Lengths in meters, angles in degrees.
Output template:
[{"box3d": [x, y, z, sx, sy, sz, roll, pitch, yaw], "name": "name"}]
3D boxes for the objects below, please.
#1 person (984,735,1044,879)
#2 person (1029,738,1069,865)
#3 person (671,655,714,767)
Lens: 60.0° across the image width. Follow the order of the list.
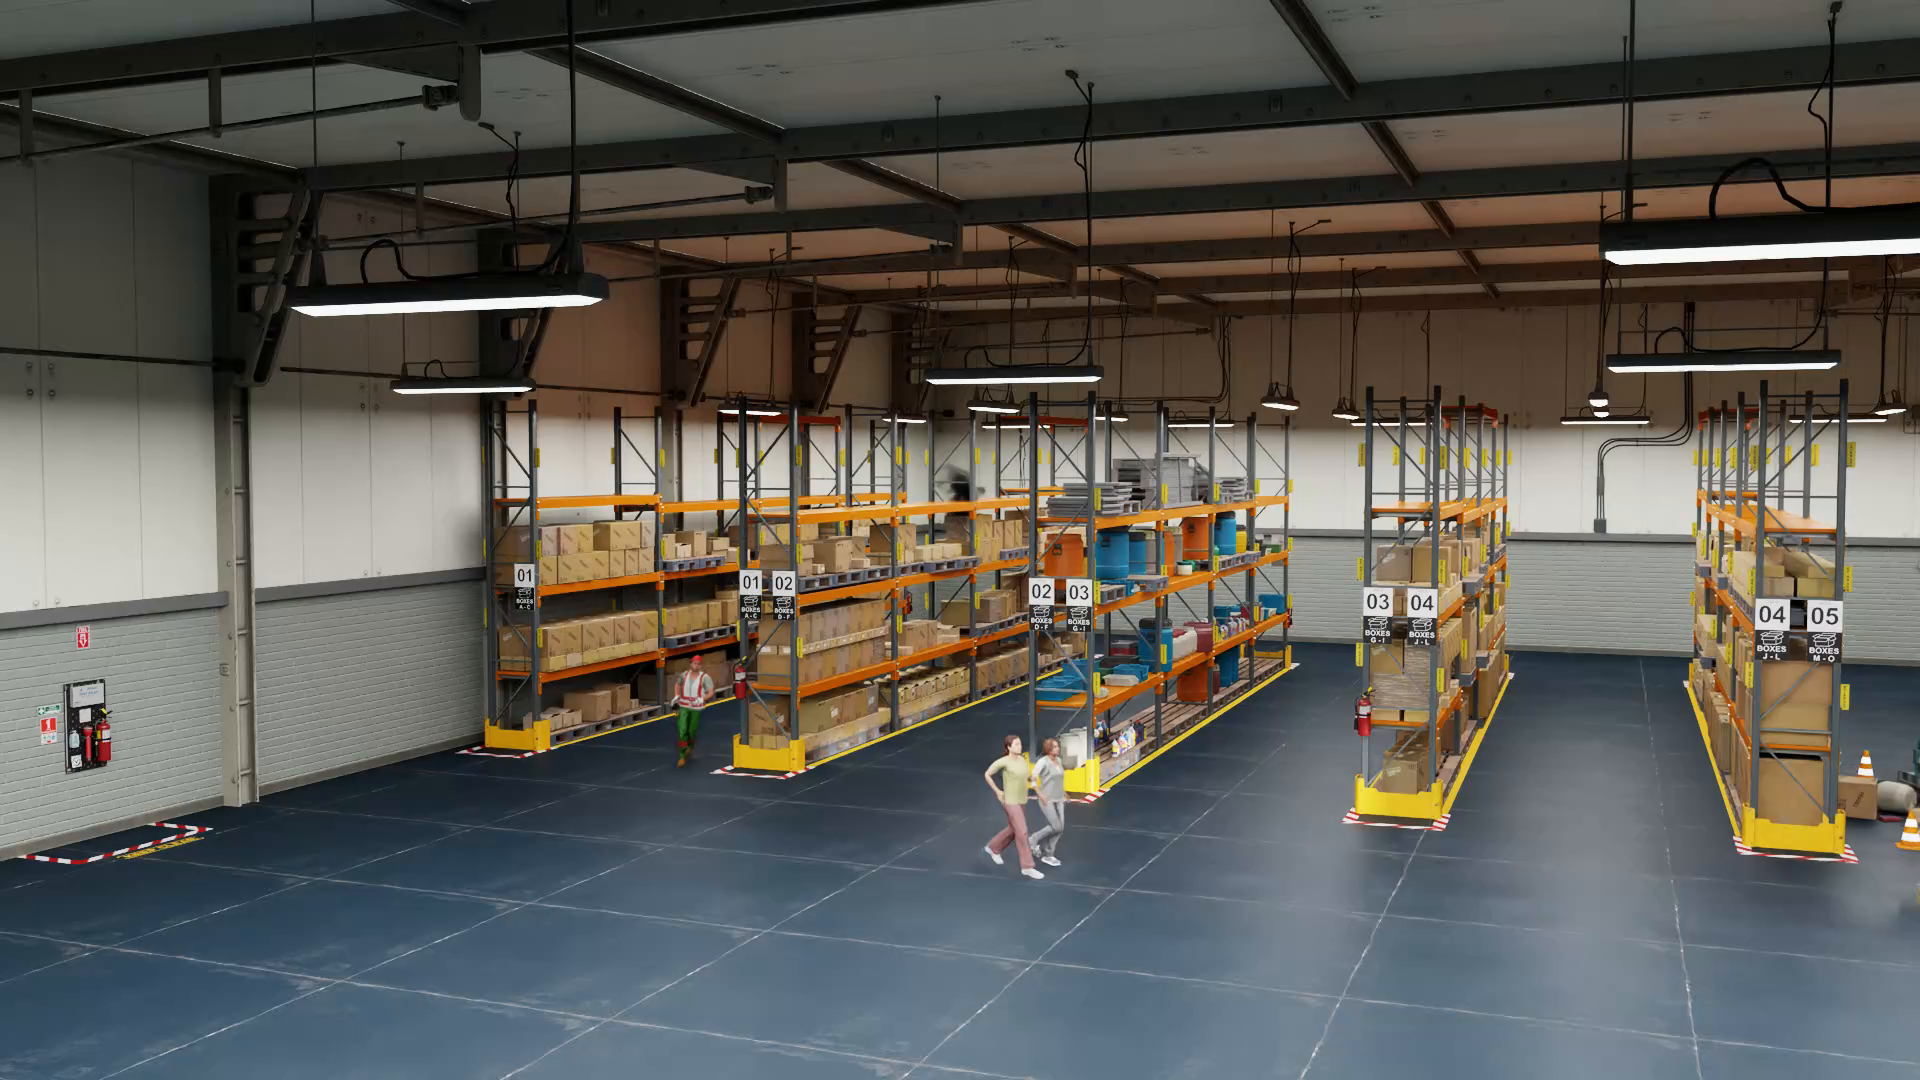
[{"box3d": [0.648, 3.154, 19.929, 0.968, 1.657, 0.571, 2, 4, 40], "name": "person"}, {"box3d": [1.088, 3.216, 20.475, 0.494, 1.564, 0.534, 3, 4, 45], "name": "person"}, {"box3d": [-4.383, 2.774, 27.320, 0.700, 1.779, 0.841, 0, 3, 0], "name": "person"}]
